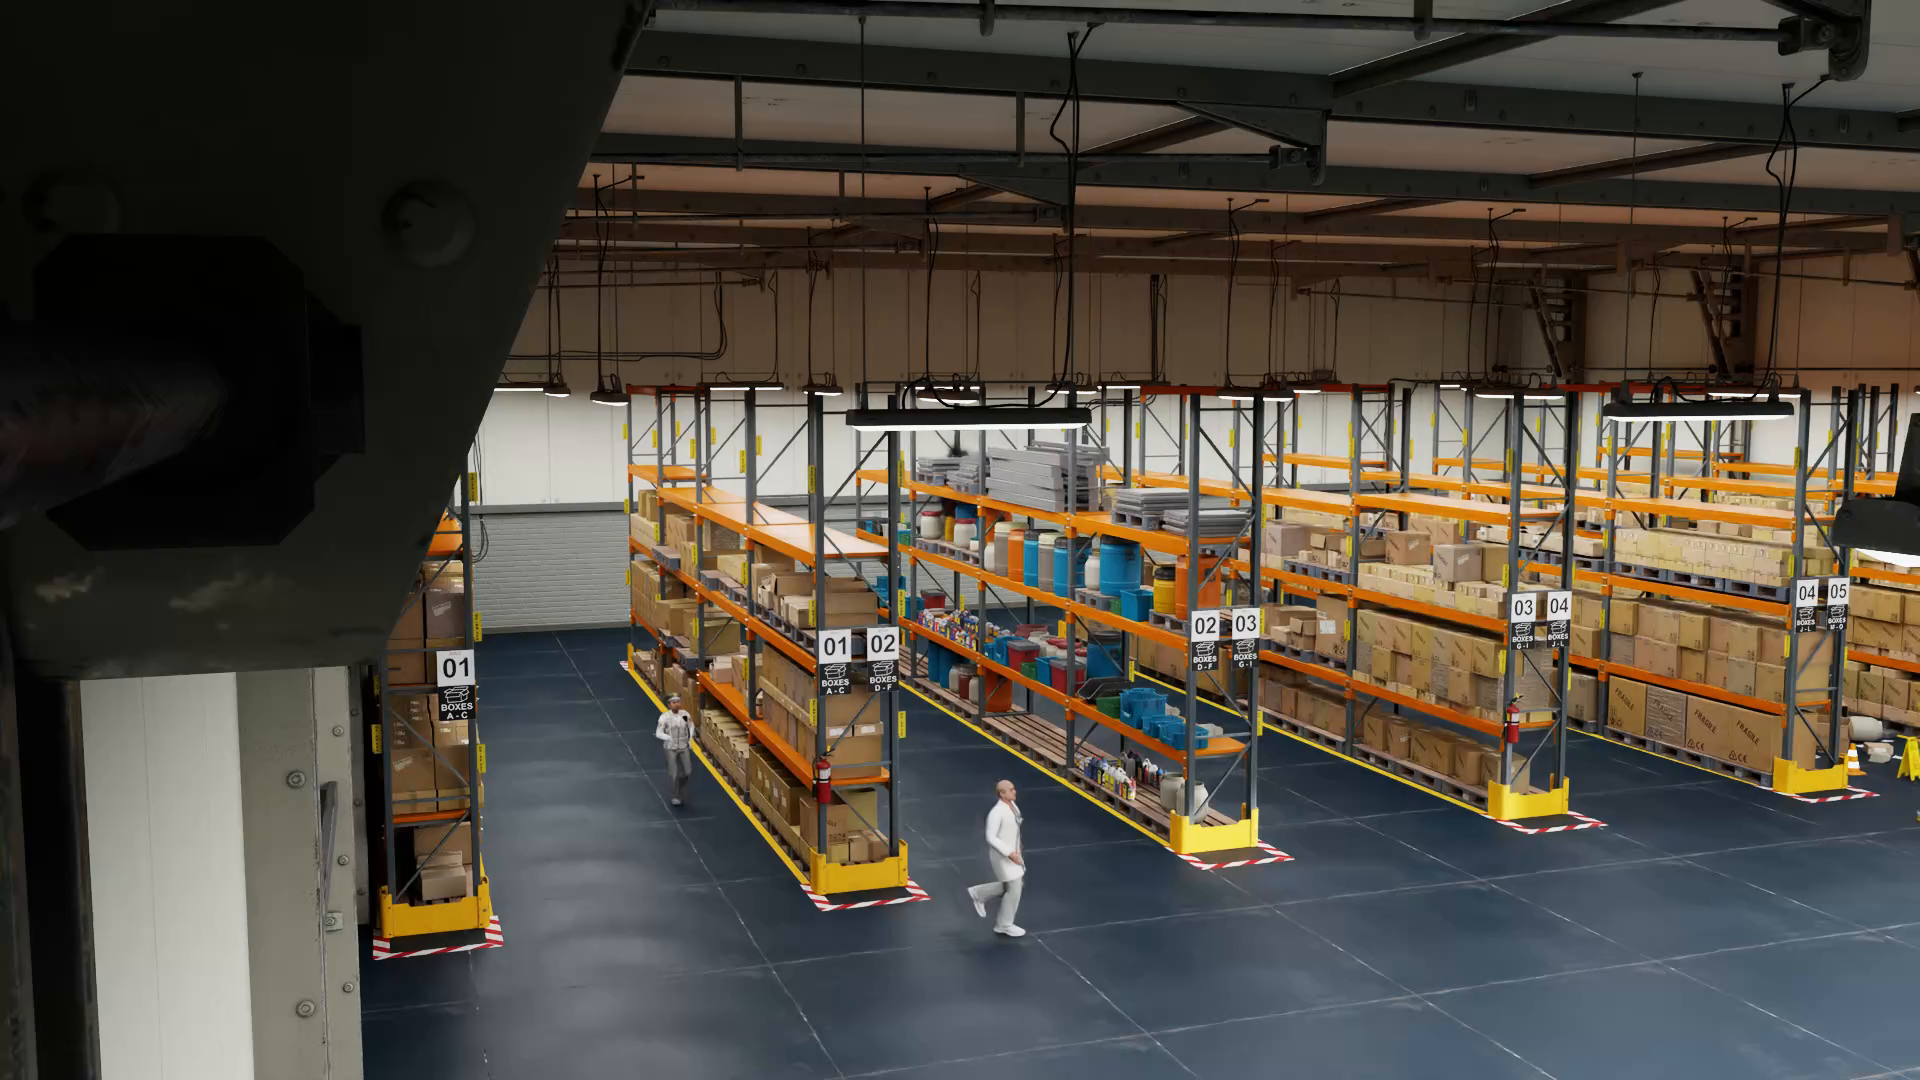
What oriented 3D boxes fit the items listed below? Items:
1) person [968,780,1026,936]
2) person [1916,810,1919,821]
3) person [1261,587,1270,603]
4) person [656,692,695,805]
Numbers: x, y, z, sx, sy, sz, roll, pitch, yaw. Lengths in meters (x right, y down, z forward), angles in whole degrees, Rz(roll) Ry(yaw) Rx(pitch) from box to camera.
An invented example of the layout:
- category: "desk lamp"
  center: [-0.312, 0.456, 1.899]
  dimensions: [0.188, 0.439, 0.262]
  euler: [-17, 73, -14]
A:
- category: "person"
  center: [0.420, 3.546, 18.663]
  dimensions: [0.705, 1.746, 0.730]
  euler: [2, 6, 19]
- category: "person"
  center: [13.734, 3.088, 23.069]
  dimensions: [0.739, 1.717, 0.731]
  euler: [3, 7, 30]
- category: "person"
  center: [7.479, 1.179, 41.534]
  dimensions: [0.914, 1.692, 0.772]
  euler: [2, 6, 18]
- category: "person"
  center: [-4.068, 3.019, 24.013]
  dimensions: [0.602, 1.655, 0.554]
  euler: [-3, 6, -23]
